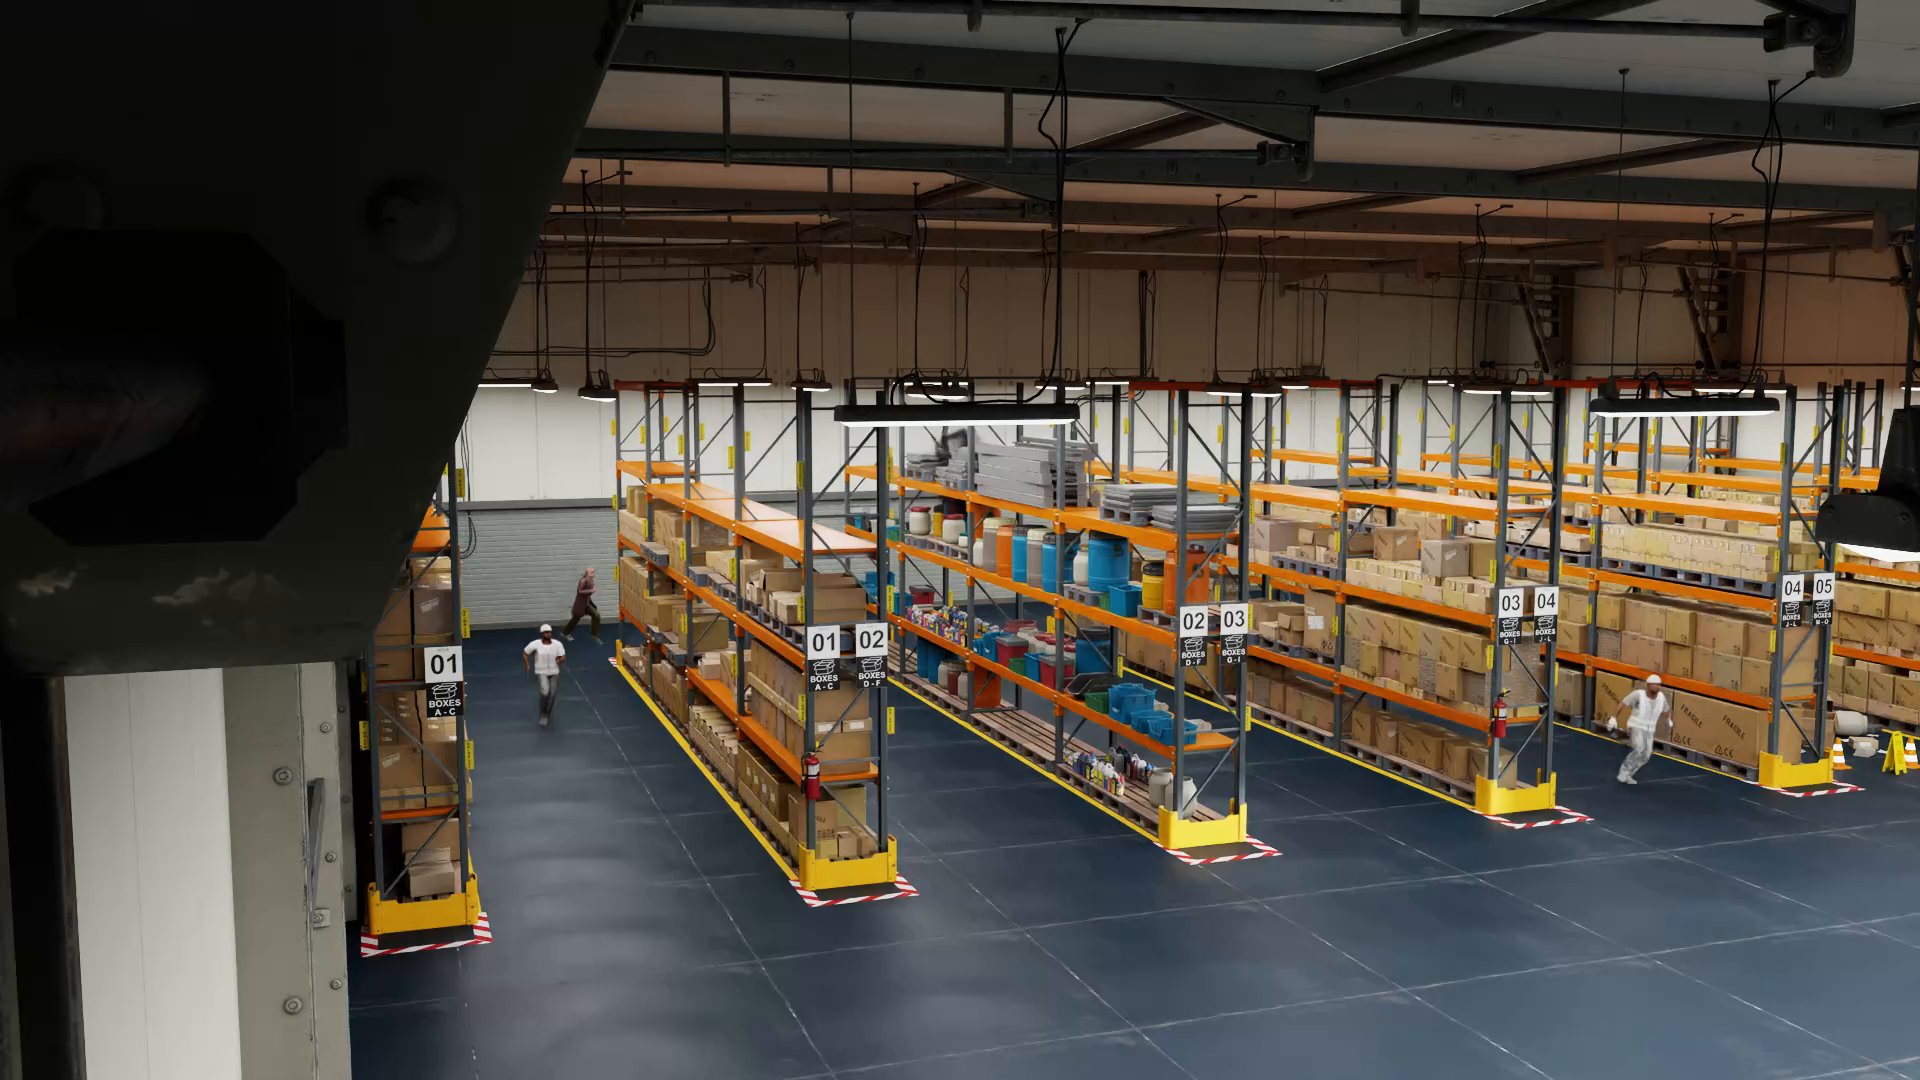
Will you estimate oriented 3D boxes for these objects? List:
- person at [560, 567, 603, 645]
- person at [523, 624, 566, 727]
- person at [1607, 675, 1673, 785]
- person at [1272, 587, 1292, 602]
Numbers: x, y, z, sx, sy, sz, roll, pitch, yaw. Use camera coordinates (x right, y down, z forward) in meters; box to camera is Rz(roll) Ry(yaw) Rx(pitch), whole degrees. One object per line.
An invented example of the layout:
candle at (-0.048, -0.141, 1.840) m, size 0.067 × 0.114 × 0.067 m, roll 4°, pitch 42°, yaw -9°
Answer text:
person at (-8.585, 1.499, 37.590) m, size 1.044 × 1.802 × 0.708 m, roll 2°, pitch 6°, yaw 18°
person at (-7.263, 2.371, 29.215) m, size 0.697 × 1.789 × 0.720 m, roll -3°, pitch 7°, yaw -29°
person at (10.315, 2.861, 25.023) m, size 0.880 × 1.677 × 0.674 m, roll -2°, pitch 6°, yaw -18°
person at (8.272, 0.959, 42.706) m, size 0.607 × 1.775 × 0.819 m, roll 5°, pitch 8°, yaw 42°
